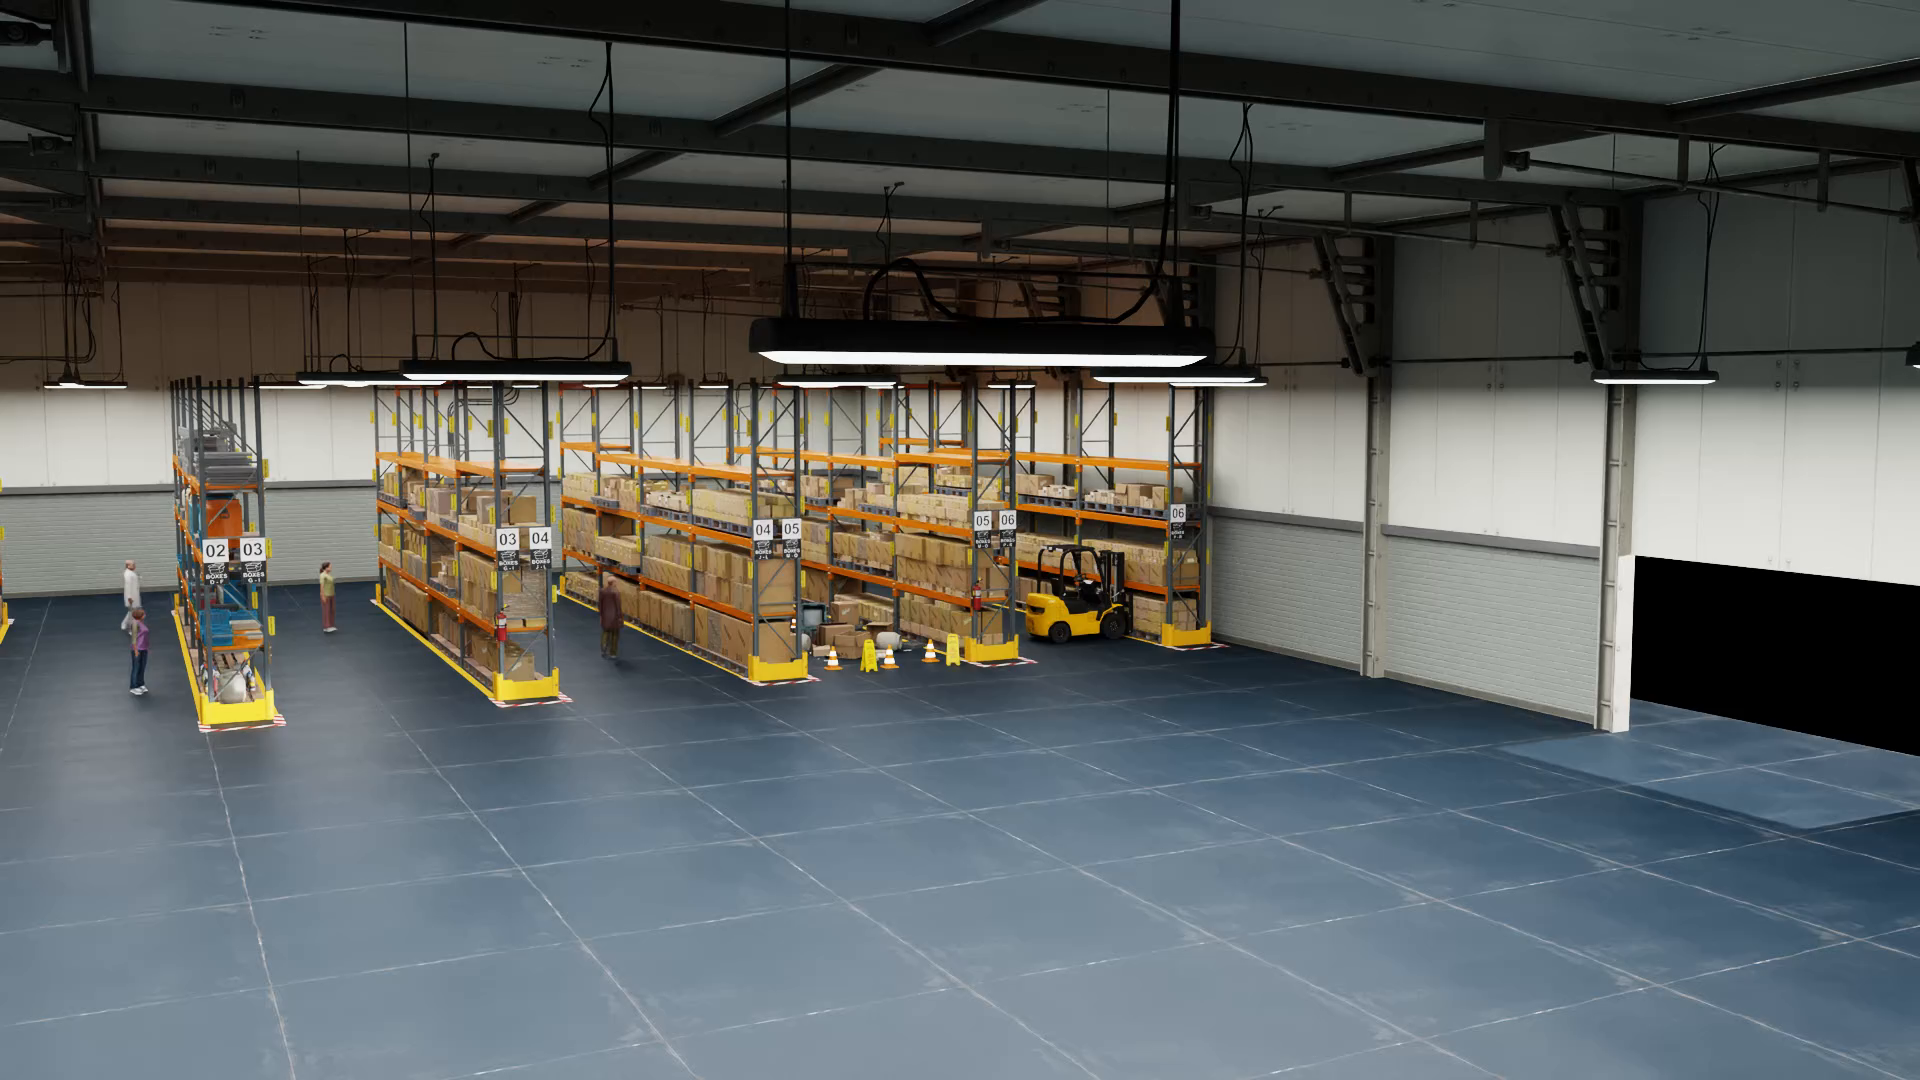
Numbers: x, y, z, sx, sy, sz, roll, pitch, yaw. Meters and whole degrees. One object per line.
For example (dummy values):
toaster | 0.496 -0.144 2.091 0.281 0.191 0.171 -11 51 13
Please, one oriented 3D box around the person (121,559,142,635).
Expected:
person | -19.499 1.344 39.163 0.523 1.788 0.606 -5 7 -42

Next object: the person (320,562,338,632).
person | -15.137 1.357 39.861 0.397 1.692 0.530 1 5 15

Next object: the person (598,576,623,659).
person | -7.490 1.657 35.586 0.575 1.774 0.602 1 5 7

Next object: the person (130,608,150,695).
person | -15.655 2.109 31.713 0.344 1.609 0.501 1 5 7
